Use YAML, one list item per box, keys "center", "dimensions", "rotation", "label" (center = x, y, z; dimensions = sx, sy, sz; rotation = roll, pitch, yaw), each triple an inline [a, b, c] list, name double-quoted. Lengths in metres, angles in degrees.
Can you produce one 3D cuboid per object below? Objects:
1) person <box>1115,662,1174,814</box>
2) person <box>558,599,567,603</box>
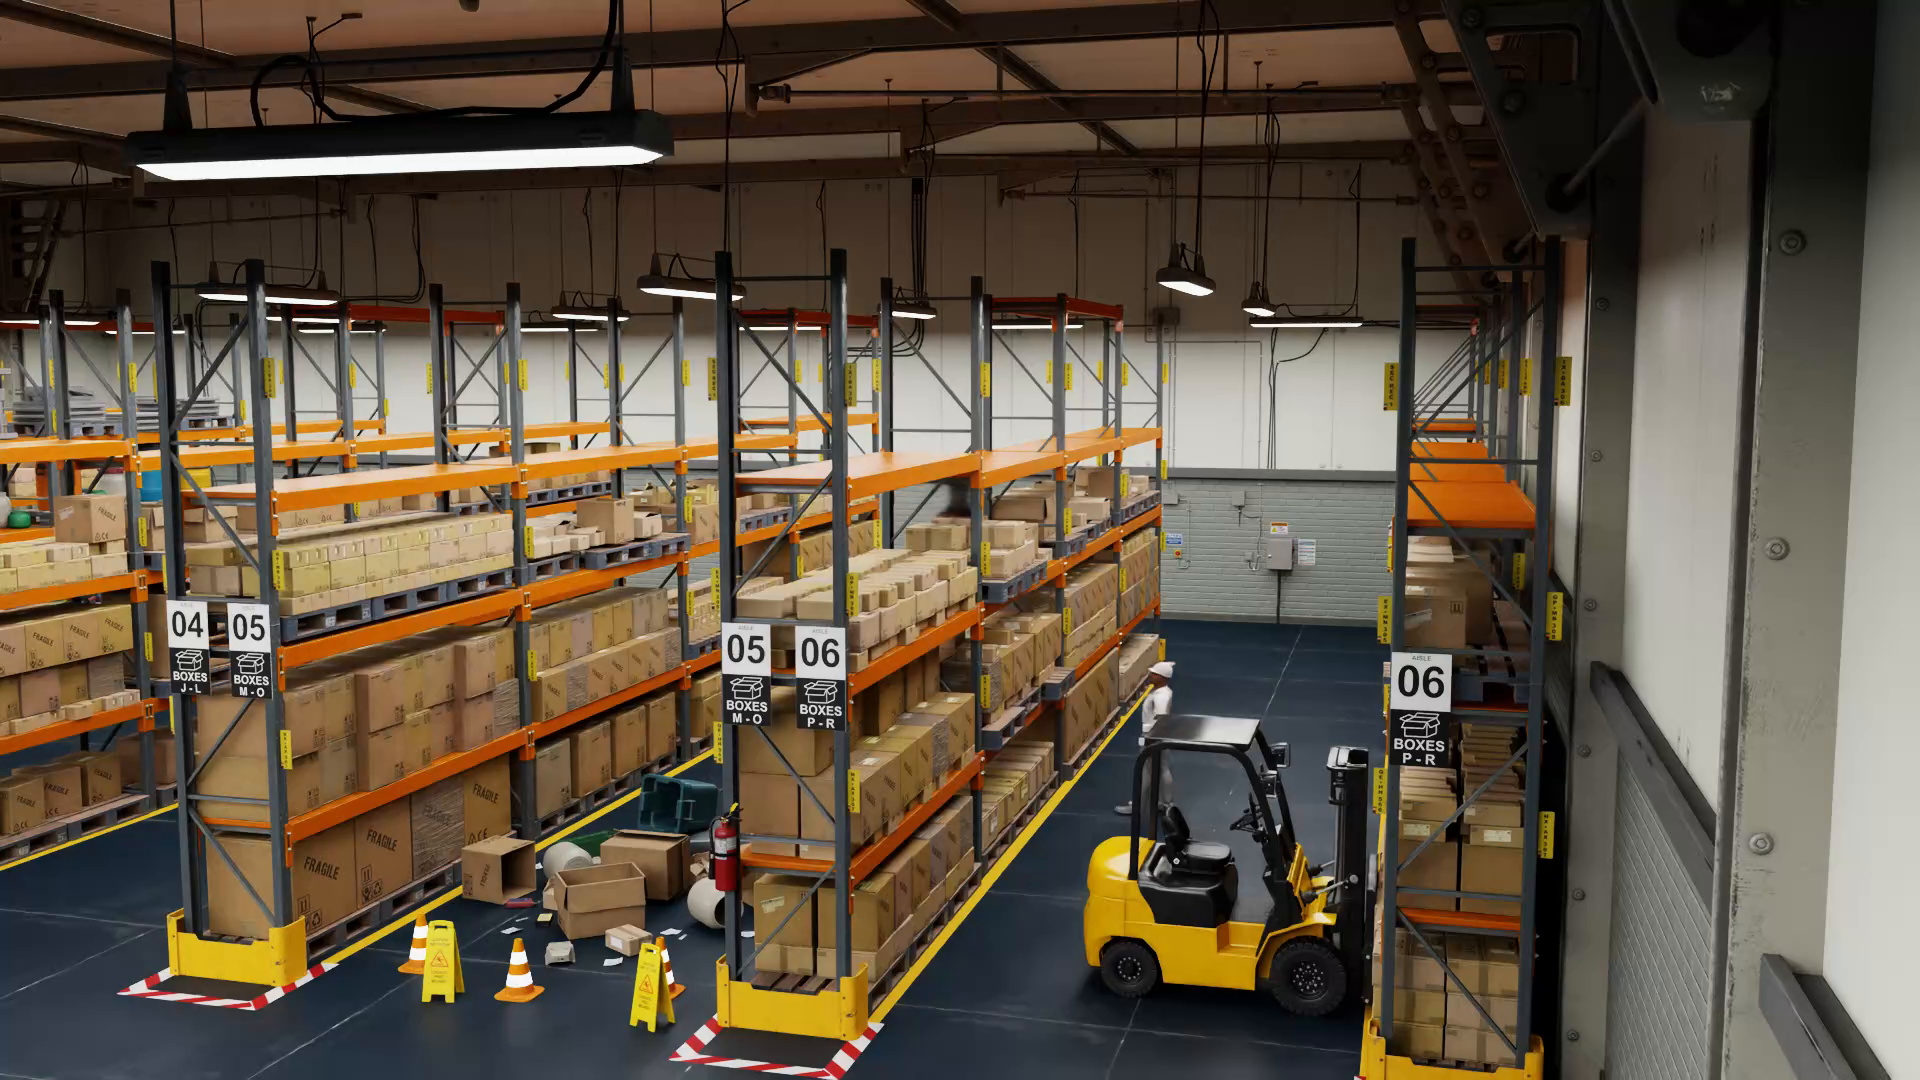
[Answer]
- center: [2.162, 2.272, 19.166]
  dimensions: [0.615, 1.754, 0.647]
  rotation: [3, 7, 26]
  label: "person"
- center: [-5.957, 1.692, 25.113]
  dimensions: [0.424, 1.625, 0.840]
  rotation: [1, 6, 12]
  label: "person"
